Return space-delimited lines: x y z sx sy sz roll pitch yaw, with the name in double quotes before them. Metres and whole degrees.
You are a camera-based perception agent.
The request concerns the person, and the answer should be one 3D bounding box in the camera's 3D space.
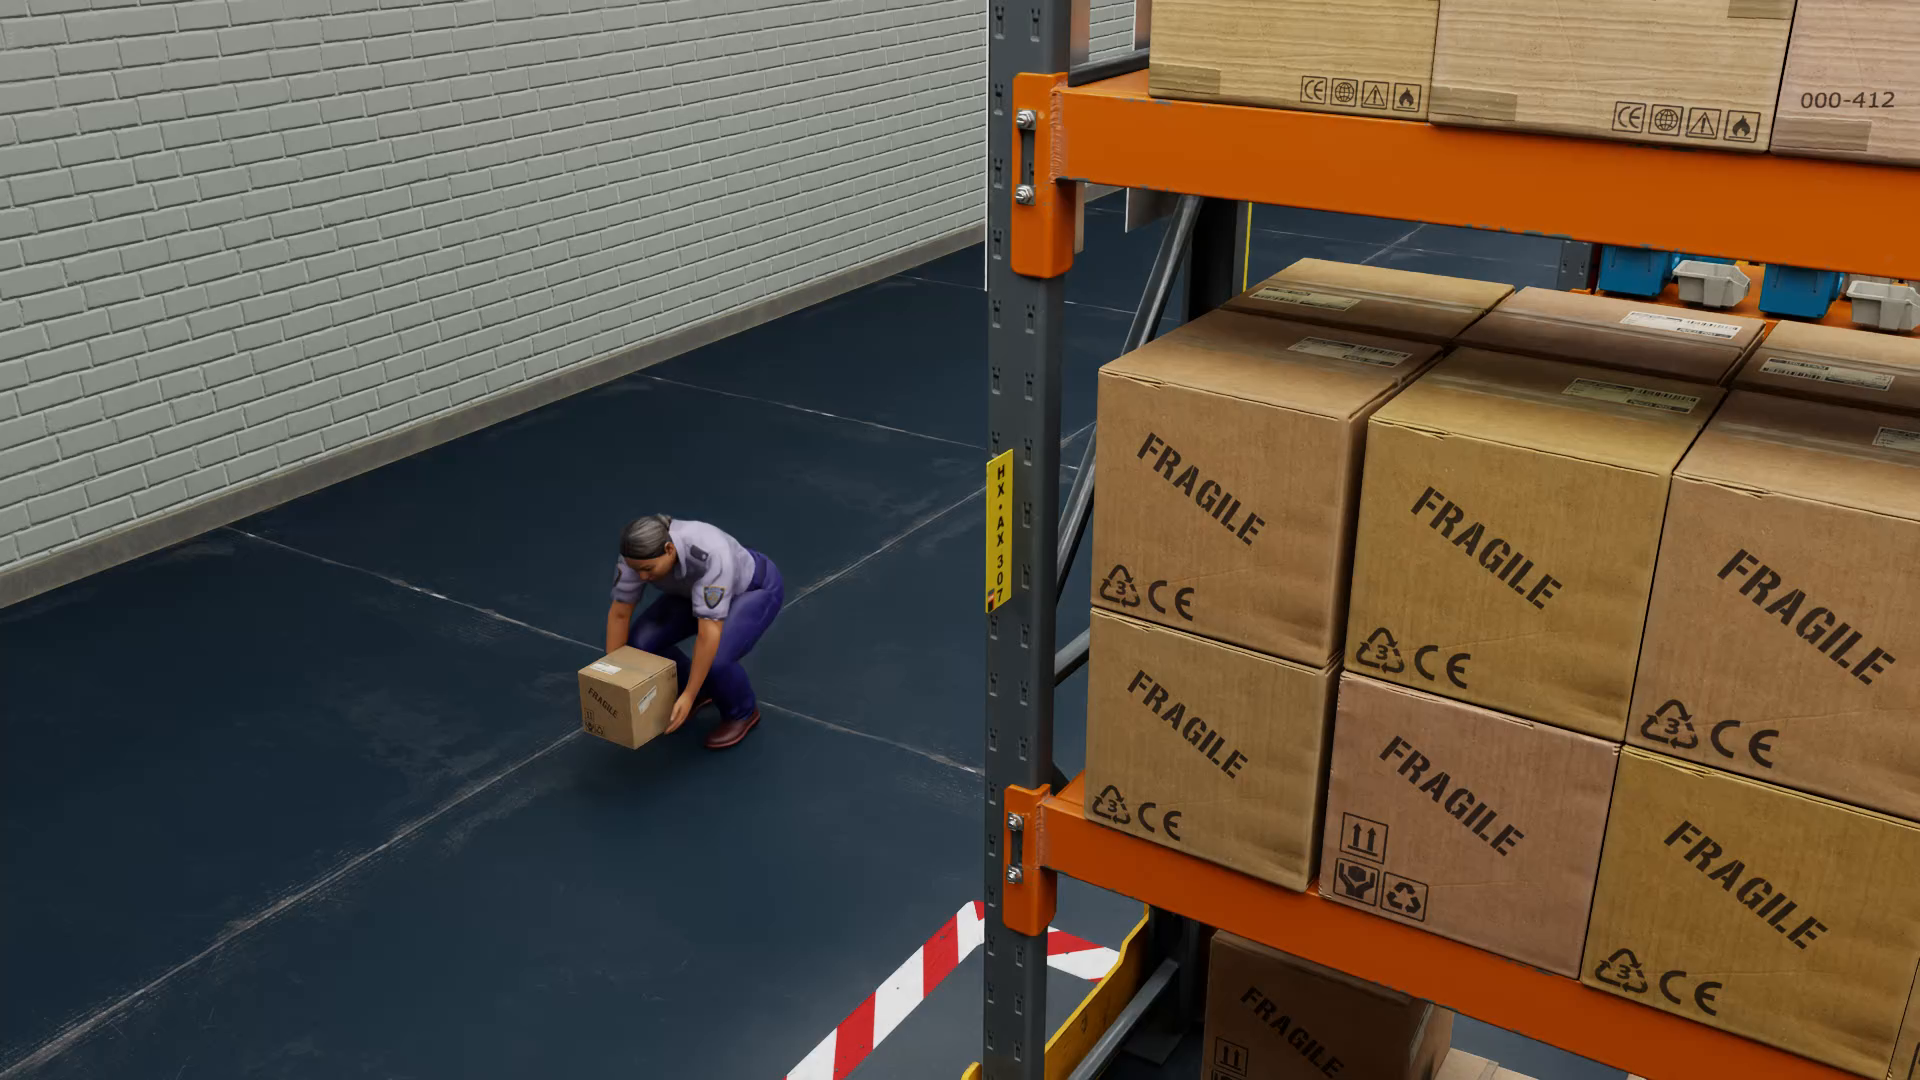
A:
"person" -0.994 0.283 6.269 0.530 1.013 0.802 14 27 29
